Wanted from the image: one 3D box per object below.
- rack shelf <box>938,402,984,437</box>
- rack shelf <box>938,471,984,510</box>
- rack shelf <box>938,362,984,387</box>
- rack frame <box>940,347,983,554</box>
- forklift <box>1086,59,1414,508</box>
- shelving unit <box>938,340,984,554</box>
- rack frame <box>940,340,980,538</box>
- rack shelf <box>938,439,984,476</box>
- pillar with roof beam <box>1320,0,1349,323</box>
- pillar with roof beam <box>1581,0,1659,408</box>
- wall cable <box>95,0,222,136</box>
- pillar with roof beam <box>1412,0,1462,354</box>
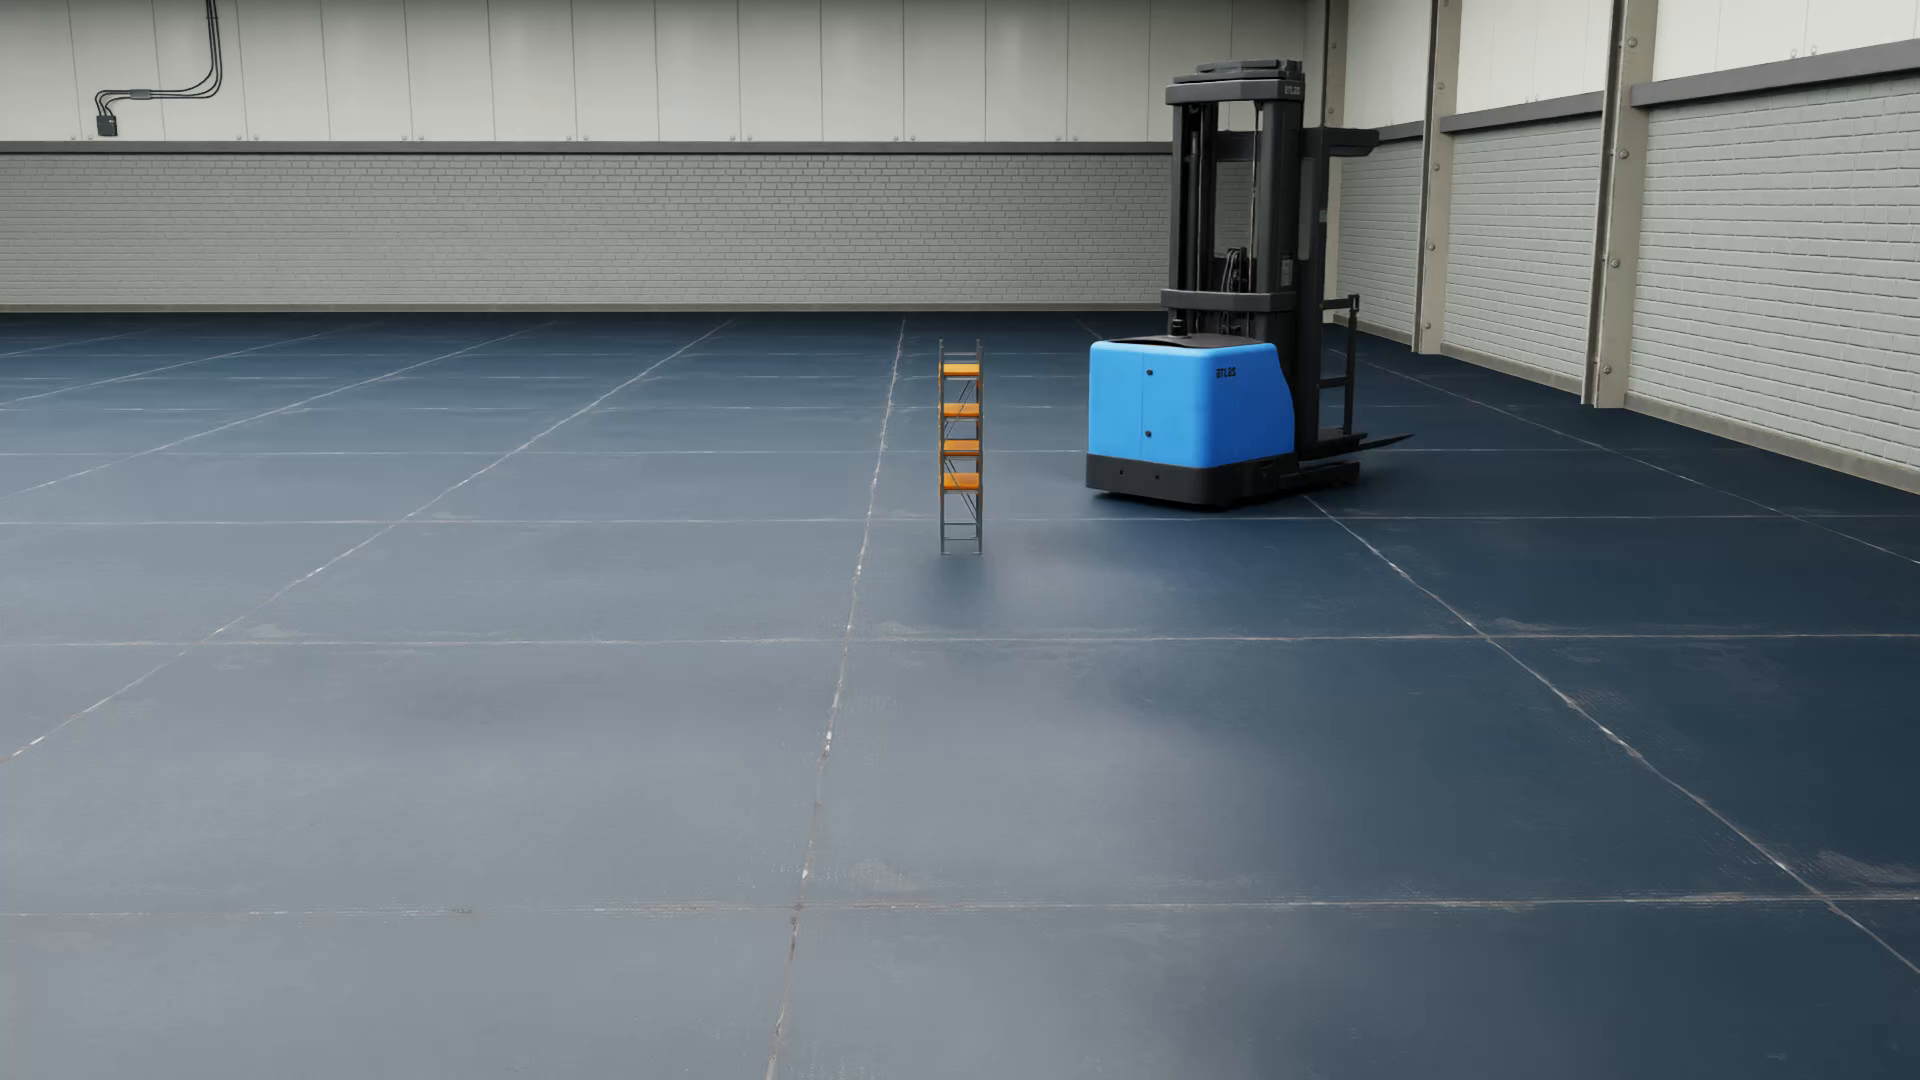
[{"bbox_3d":[0.003,-0.708,9.747,0.258,0.148,0.480,0,11,-1],"label":"rack shelf"},{"bbox_3d":[0.003,-0.295,9.830,0.258,0.148,0.480,0,11,-1],"label":"rack shelf"},{"bbox_3d":[0.003,-0.940,9.699,0.258,0.148,0.480,0,11,-1],"label":"rack shelf"},{"bbox_3d":[0.008,-0.507,9.539,0.240,1.200,0.015,0,11,-1],"label":"rack frame"},{"bbox_3d":[2.259,-1.877,11.938,1.130,2.935,3.031,11,16,43],"label":"forklift"},{"bbox_3d":[0.003,-0.555,9.778,0.258,1.200,0.503,0,11,-1],"label":"shelving unit"},{"bbox_3d":[-0.002,-0.604,10.017,0.240,1.200,0.015,0,11,-1],"label":"rack frame"},{"bbox_3d":[0.003,-0.489,9.791,0.258,0.148,0.480,0,11,-1],"label":"rack shelf"},{"bbox_3d":[1.917,-8.128,27.491,9.100,9.000,0.400,0,11,-1],"label":"pillar with roof beam"},{"bbox_3d":[2.165,-5.743,15.733,9.100,9.000,0.400,0,11,-1],"label":"pillar with roof beam"},{"bbox_3d":[-14.519,-10.310,29.692,2.305,6.003,0.169,0,11,-1],"label":"wall cable"},{"bbox_3d":[2.041,-6.935,21.612,9.100,9.000,0.400,0,11,-1],"label":"pillar with roof beam"}]
